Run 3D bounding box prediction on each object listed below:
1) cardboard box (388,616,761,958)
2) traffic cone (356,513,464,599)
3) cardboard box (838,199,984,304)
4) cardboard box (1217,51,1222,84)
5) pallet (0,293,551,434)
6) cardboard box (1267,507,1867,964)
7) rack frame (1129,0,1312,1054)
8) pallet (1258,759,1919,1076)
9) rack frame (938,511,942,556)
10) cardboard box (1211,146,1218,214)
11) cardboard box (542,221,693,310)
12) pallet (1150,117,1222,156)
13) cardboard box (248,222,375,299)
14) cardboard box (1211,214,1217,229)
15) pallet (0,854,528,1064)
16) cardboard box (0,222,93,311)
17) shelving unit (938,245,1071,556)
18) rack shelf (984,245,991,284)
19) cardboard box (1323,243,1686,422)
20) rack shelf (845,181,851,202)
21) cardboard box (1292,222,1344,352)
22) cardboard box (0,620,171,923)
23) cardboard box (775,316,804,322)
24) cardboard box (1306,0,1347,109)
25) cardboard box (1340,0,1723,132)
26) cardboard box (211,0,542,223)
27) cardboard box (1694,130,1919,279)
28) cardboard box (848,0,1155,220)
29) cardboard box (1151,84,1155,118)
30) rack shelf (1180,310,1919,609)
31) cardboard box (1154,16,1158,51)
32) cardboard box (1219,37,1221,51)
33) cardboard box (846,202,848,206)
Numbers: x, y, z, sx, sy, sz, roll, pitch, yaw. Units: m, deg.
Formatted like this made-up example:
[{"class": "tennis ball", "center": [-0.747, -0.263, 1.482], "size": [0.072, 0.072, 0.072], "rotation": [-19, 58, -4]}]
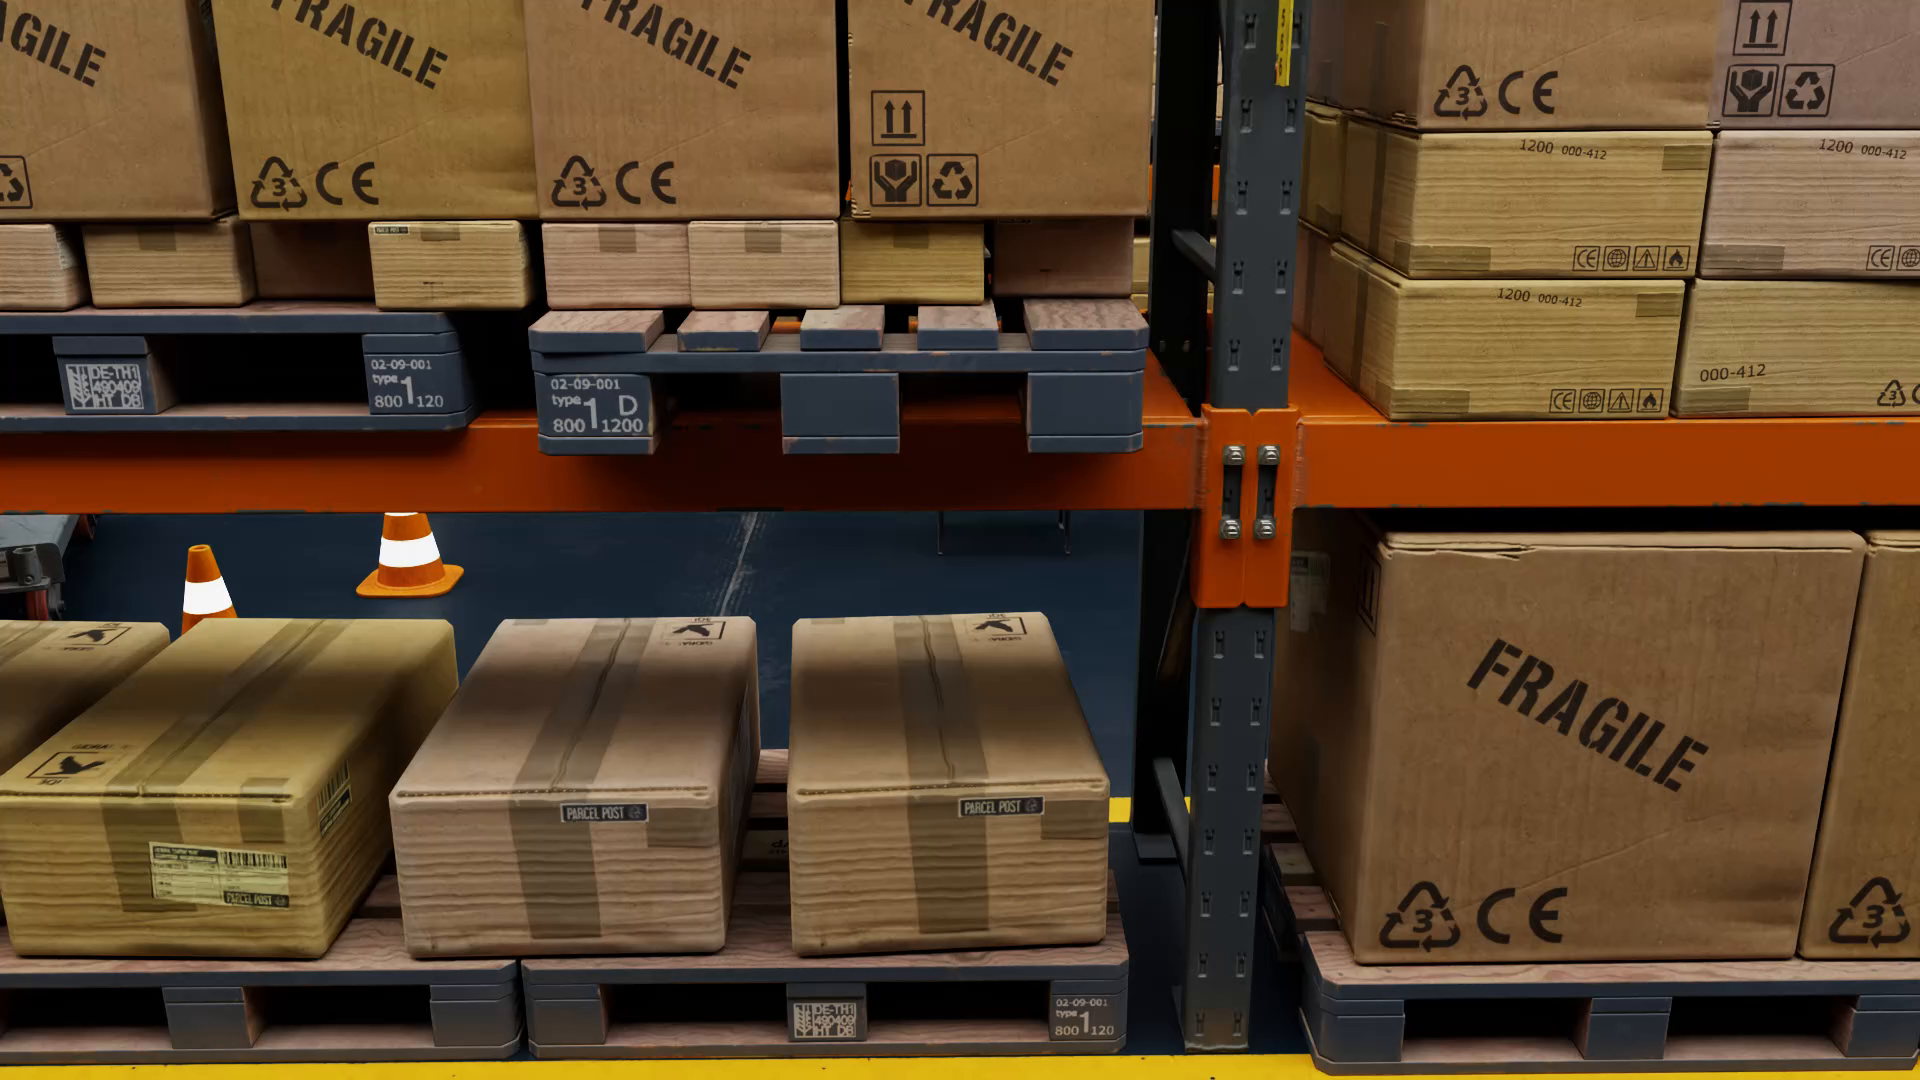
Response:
[{"class": "cardboard box", "center": [-0.795, 0.507, 3.672], "size": [0.625, 0.372, 0.950], "rotation": [-1, 18, -2]}, {"class": "traffic cone", "center": [-2.000, -0.064, 5.988], "size": [0.334, 0.463, 0.336], "rotation": [0, 18, -1]}, {"class": "cardboard box", "center": [-0.084, -0.534, 3.025], "size": [0.250, 0.149, 0.380], "rotation": [0, 18, 0]}, {"class": "cardboard box", "center": [1.086, -2.227, 7.815], "size": [0.250, 0.149, 0.380], "rotation": [1, 18, 2]}, {"class": "pallet", "center": [-1.471, -0.437, 3.313], "size": [1.213, 0.211, 1.003], "rotation": [0, 18, -1]}, {"class": "cardboard box", "center": [1.199, 0.283, 3.545], "size": [0.875, 0.875, 0.875], "rotation": [0, 18, -1]}, {"class": "rack frame", "center": [0.507, -0.550, 3.353], "size": [0.127, 3.000, 1.000], "rotation": [0, 18, -1]}, {"class": "pallet", "center": [1.297, 0.797, 3.719], "size": [1.213, 0.211, 1.003], "rotation": [0, 18, -1]}, {"class": "rack frame", "center": [-0.078, -0.999, 6.226], "size": [0.015, 2.100, 0.400], "rotation": [0, 18, -1]}, {"class": "cardboard box", "center": [1.933, -2.764, 13.045], "size": [0.875, 0.875, 1.225], "rotation": [0, 18, -1]}, {"class": "cardboard box", "center": [-0.587, -0.520, 2.983], "size": [0.250, 0.149, 0.380], "rotation": [-1, 18, -3]}, {"class": "pallet", "center": [1.039, -2.006, 8.206], "size": [1.003, 0.211, 1.213], "rotation": [0, 18, -1]}, {"class": "cardboard box", "center": [-1.115, -0.552, 3.081], "size": [0.250, 0.149, 0.380], "rotation": [0, 18, 0]}, {"class": "cardboard box", "center": [1.513, -1.518, 8.545], "size": [0.500, 0.250, 0.500], "rotation": [0, 18, 0]}, {"class": "pallet", "center": [-1.491, 0.786, 3.753], "size": [1.213, 0.211, 1.003], "rotation": [0, 18, -1]}, {"class": "cardboard box", "center": [-1.631, -0.515, 2.968], "size": [0.250, 0.149, 0.380], "rotation": [0, 18, 1]}, {"class": "shelving unit", "center": [0.166, -1.001, 6.229], "size": [0.503, 2.100, 0.431], "rotation": [0, 18, -1]}, {"class": "rack shelf", "center": [0.166, -0.988, 6.233], "size": [0.480, 0.518, 0.431], "rotation": [0, 18, -1]}, {"class": "cardboard box", "center": [1.001, -0.405, 3.144], "size": [0.500, 0.250, 0.500], "rotation": [-1, 18, -2]}, {"class": "rack shelf", "center": [-1.672, -1.710, 8.144], "size": [4.000, 0.370, 1.077], "rotation": [0, 18, -1]}, {"class": "cardboard box", "center": [1.009, -0.561, 3.631], "size": [0.500, 0.250, 0.500], "rotation": [-1, 18, -3]}, {"class": "cardboard box", "center": [-2.249, 0.512, 3.654], "size": [0.625, 0.372, 0.950], "rotation": [1, 18, 3]}, {"class": "cardboard box", "center": [-1.156, -1.210, 8.404], "size": [0.750, 0.750, 1.050], "rotation": [0, 18, 0]}, {"class": "cardboard box", "center": [1.020, -1.157, 3.442], "size": [0.500, 0.500, 0.500], "rotation": [-1, 18, -2]}, {"class": "cardboard box", "center": [1.004, -1.002, 2.959], "size": [0.500, 0.500, 0.500], "rotation": [-1, 18, -3]}, {"class": "cardboard box", "center": [-0.964, -0.844, 2.930], "size": [0.500, 0.500, 0.500], "rotation": [-1, 18, -5]}, {"class": "cardboard box", "center": [1.535, -0.646, 3.079], "size": [0.500, 0.250, 0.500], "rotation": [0, 18, 0]}, {"class": "cardboard box", "center": [0.057, -0.853, 2.957], "size": [0.500, 0.500, 0.500], "rotation": [-1, 18, -2]}, {"class": "cardboard box", "center": [0.779, -2.083, 7.853], "size": [0.250, 0.149, 0.380], "rotation": [-1, 18, -2]}, {"class": "rack shelf", "center": [2.507, -0.218, 3.493], "size": [4.000, 0.370, 1.077], "rotation": [0, 18, -1]}, {"class": "cardboard box", "center": [0.798, -2.369, 7.770], "size": [0.250, 0.149, 0.380], "rotation": [0, 18, -1]}, {"class": "cardboard box", "center": [1.307, -2.370, 7.776], "size": [0.250, 0.149, 0.380], "rotation": [0, 18, -1]}, {"class": "cardboard box", "center": [-0.873, -2.580, 13.053], "size": [0.500, 0.500, 0.700], "rotation": [-2, 18, -5]}]
